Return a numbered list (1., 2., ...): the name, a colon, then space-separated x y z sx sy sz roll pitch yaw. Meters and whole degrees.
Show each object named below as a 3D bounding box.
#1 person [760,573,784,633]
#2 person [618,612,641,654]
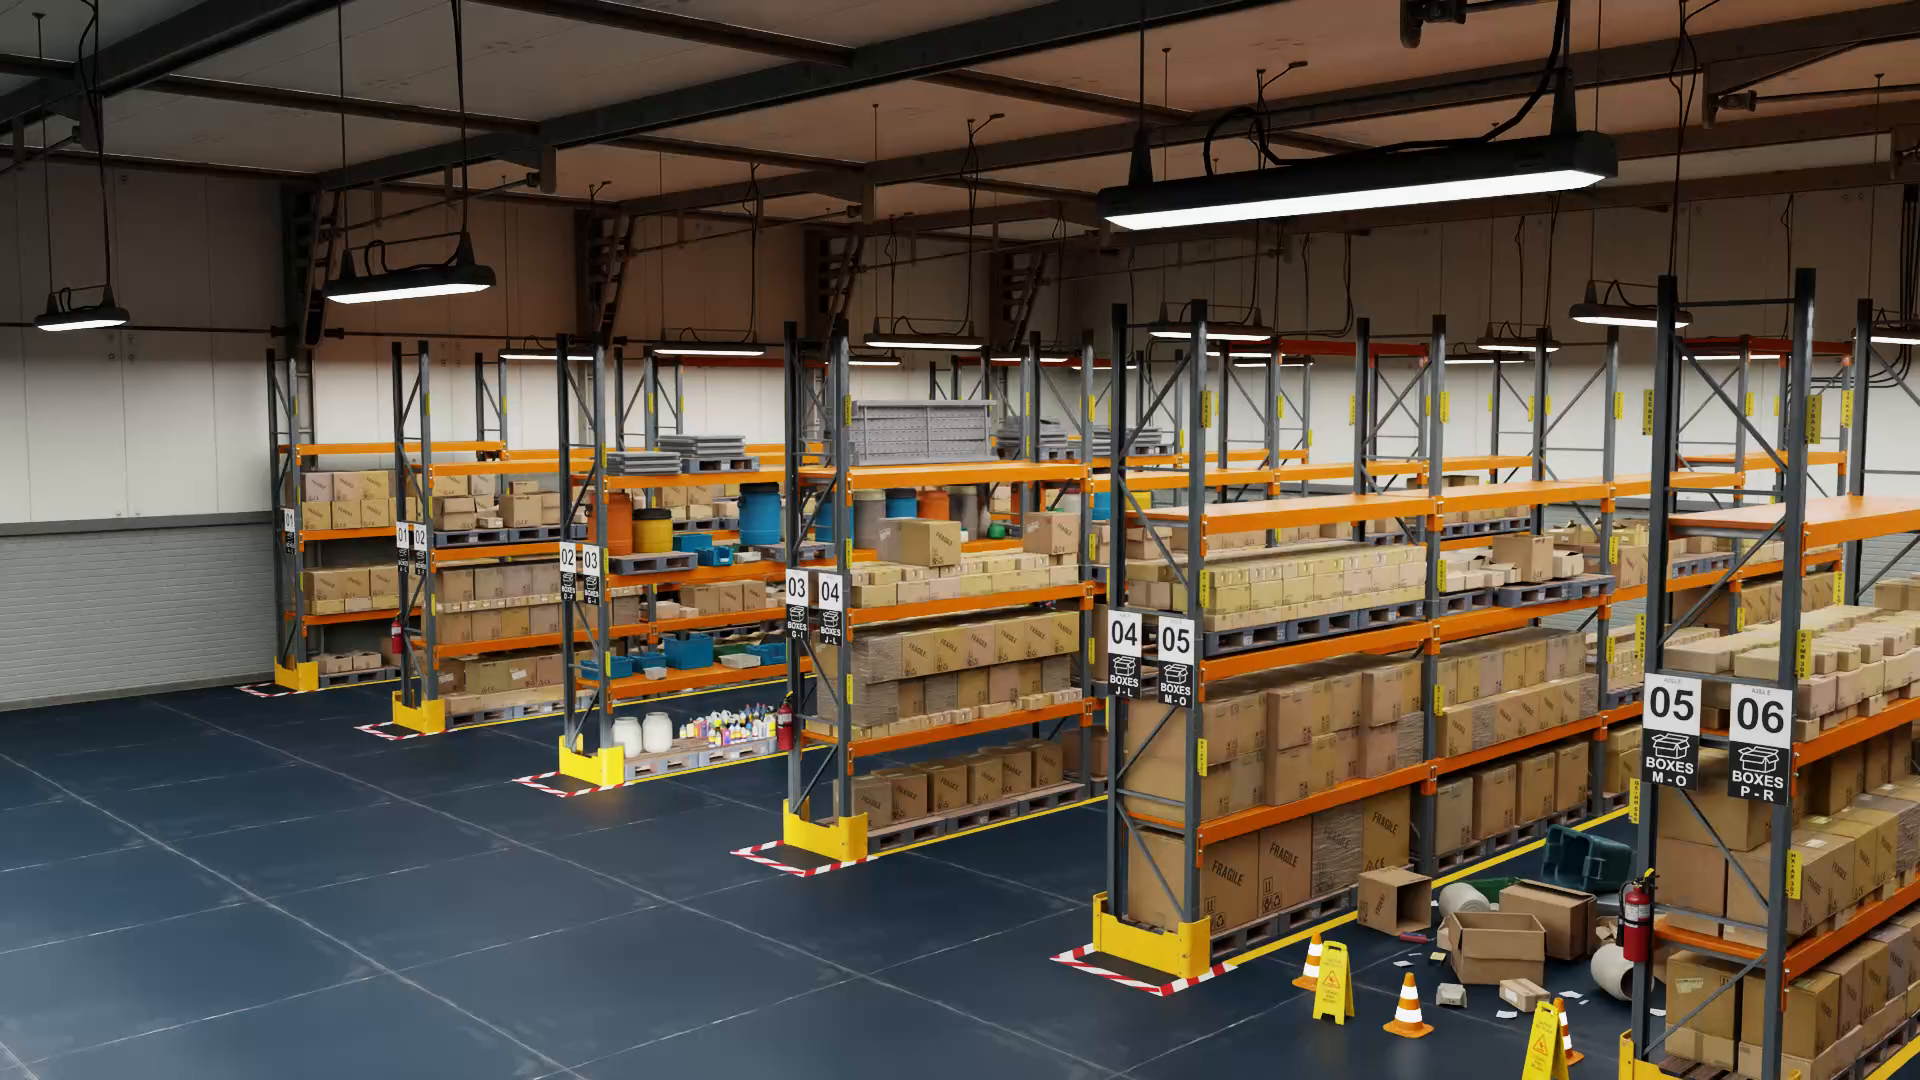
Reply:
1. person: -3.831 1.496 32.775 0.552 1.717 0.699 4 6 36
2. person: -6.077 1.704 30.452 0.445 1.666 0.515 2 5 21
